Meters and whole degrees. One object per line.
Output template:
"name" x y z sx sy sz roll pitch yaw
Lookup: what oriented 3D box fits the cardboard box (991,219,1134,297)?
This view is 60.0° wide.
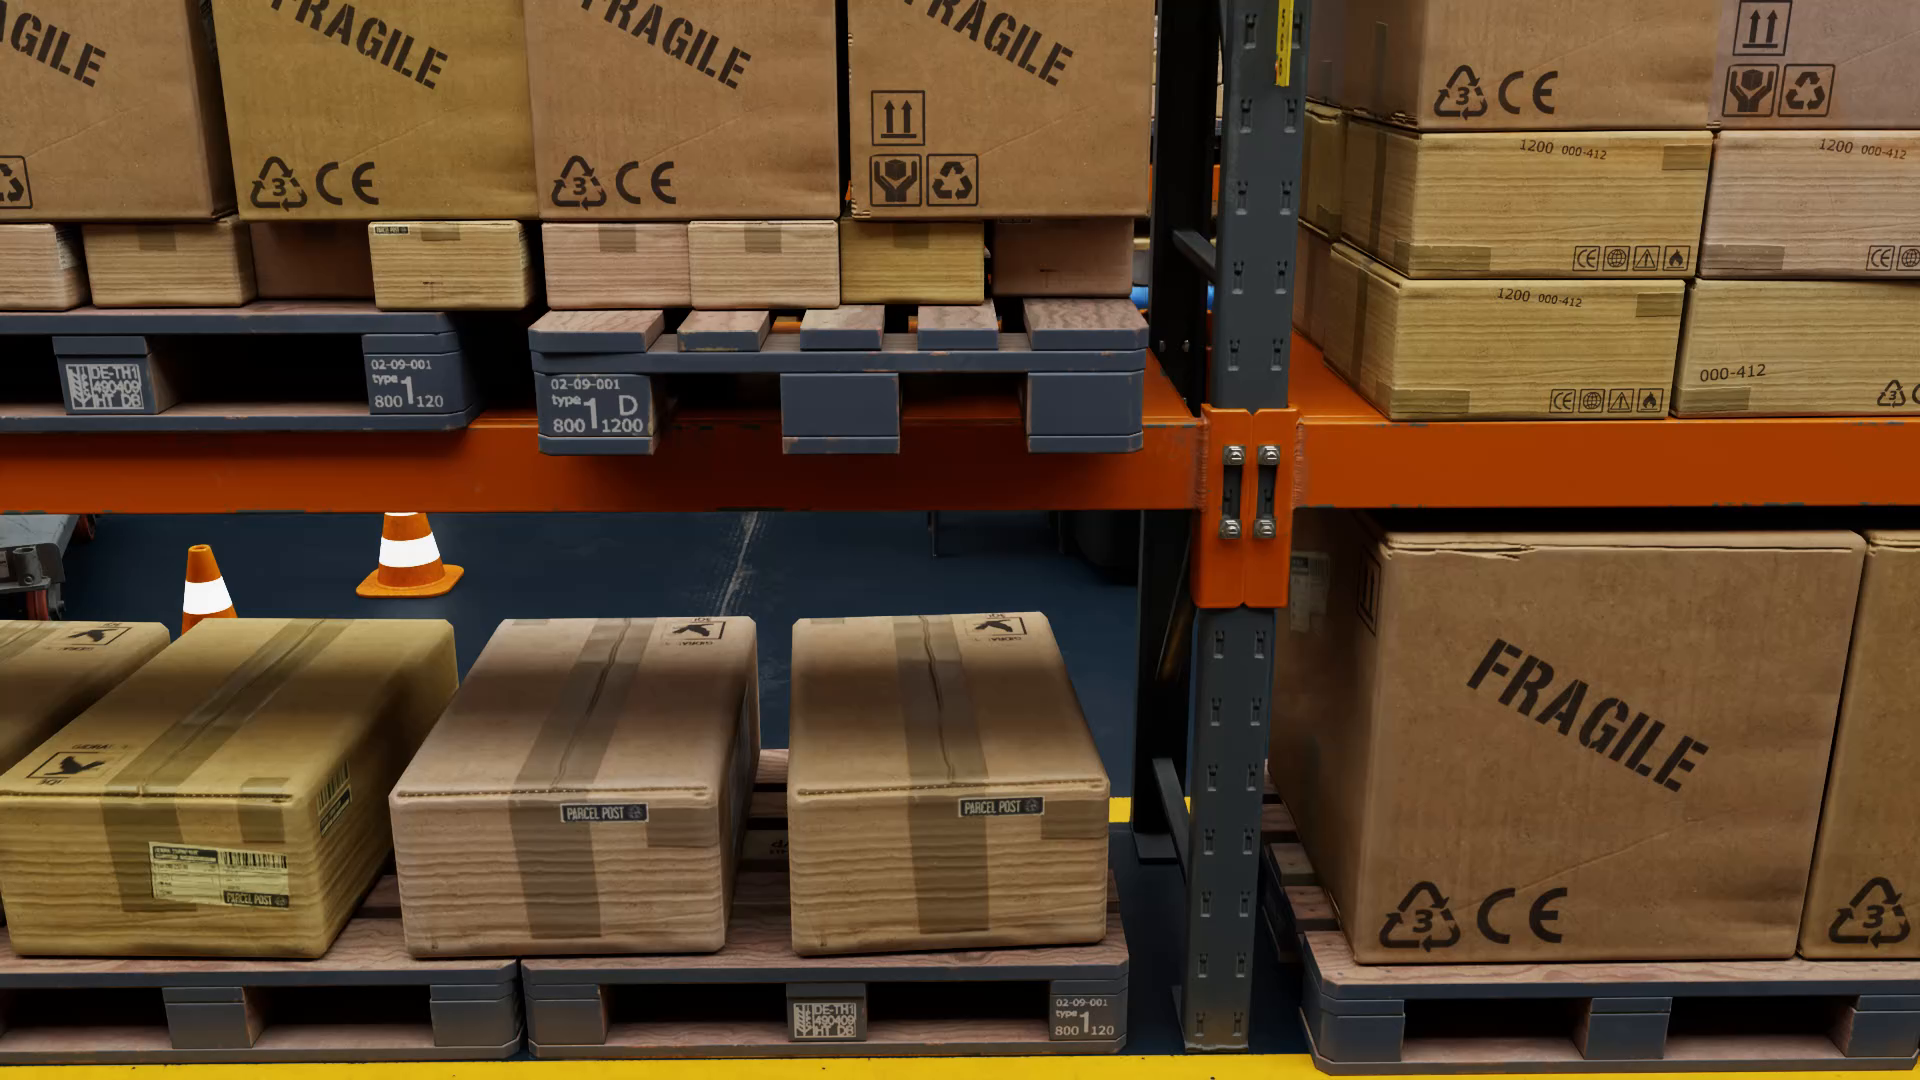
"cardboard box" 0.183 -0.557 3.098 0.250 0.149 0.380 0 18 1

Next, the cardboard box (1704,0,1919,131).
"cardboard box" 1.500 -1.007 2.976 0.500 0.500 0.500 0 18 -1

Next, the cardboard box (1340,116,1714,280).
"cardboard box" 1.018 -0.644 3.072 0.500 0.250 0.500 0 18 -1

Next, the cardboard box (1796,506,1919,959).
"cardboard box" 2.091 0.280 3.554 0.875 0.875 0.875 0 18 0

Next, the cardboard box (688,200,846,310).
"cardboard box" -0.335 -0.519 2.979 0.250 0.149 0.380 0 18 -1

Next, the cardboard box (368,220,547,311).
"cardboard box" -0.862 -0.515 2.965 0.250 0.149 0.380 0 18 0

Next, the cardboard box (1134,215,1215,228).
"cardboard box" 1.008 -1.512 8.527 0.500 0.250 0.500 -1 18 -2

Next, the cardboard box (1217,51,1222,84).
"cardboard box" 1.086 -2.227 7.815 0.250 0.149 0.380 1 18 2

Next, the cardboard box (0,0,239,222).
"cardboard box" -1.510 -0.842 2.922 0.500 0.500 0.500 -1 18 -3

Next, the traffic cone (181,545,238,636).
"traffic cone" -2.274 0.243 5.032 0.334 0.463 0.336 0 18 -1

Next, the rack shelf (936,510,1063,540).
"rack shelf" 0.133 -0.316 6.431 0.480 0.518 0.431 -1 18 -4

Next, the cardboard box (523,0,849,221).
"cardboard box" -0.460 -0.847 2.938 0.500 0.500 0.500 -1 18 -2

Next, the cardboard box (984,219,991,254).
"cardboard box" 0.179 -0.686 3.499 0.250 0.149 0.380 -1 18 -4

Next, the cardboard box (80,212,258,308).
"cardboard box" -1.365 -0.526 2.999 0.250 0.149 0.380 -1 18 -3

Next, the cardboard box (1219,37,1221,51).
"cardboard box" 1.307 -2.370 7.776 0.250 0.149 0.380 0 18 -1

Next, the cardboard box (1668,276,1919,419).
"cardboard box" 1.514 -0.412 3.168 0.500 0.250 0.500 -1 18 -2

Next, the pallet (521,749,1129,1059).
"pallet" -0.274 0.781 3.769 1.213 0.211 1.003 0 18 -1

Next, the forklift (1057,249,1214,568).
"forklift" 1.918 -1.439 6.234 3.031 2.935 1.130 -2 18 -7

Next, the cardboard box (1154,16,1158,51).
"cardboard box" 0.798 -2.369 7.770 0.250 0.149 0.380 0 18 -1

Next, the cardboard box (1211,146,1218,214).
"cardboard box" 1.933 -2.764 13.045 0.875 0.875 1.225 0 18 -1

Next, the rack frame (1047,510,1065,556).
"rack frame" 0.376 -1.001 6.232 0.015 2.100 0.400 -1 18 -4

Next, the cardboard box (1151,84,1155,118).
"cardboard box" 0.779 -2.083 7.853 0.250 0.149 0.380 -1 18 -2

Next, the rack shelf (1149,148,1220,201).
"rack shelf" 2.328 -1.729 8.204 4.000 0.370 1.077 0 18 -1

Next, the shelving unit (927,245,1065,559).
"shelving unit" 0.133 -0.996 6.213 0.503 2.100 0.431 -1 18 -4

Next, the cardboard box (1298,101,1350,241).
"cardboard box" 0.988 -0.797 3.549 0.500 0.250 0.500 0 18 -1

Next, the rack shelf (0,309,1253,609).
"rack shelf" -1.492 -0.198 3.433 4.000 0.370 1.077 0 18 -1

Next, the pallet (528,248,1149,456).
"pallet" -0.204 -0.423 3.270 1.003 0.211 1.213 0 18 -1

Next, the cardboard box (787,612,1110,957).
"cardboard box" -0.058 0.500 3.691 0.625 0.372 0.950 -1 18 -5

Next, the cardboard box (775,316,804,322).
"cardboard box" -1.156 -1.210 8.404 0.750 0.750 1.050 0 18 0

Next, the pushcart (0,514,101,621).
"pushcart" -3.578 0.021 5.863 0.936 0.377 1.648 -7 19 -20

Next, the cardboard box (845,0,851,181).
"cardboard box" -0.467 -1.004 3.427 0.500 0.500 0.500 1 18 2

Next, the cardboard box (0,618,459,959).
"cardboard box" -1.554 0.508 3.666 0.625 0.372 0.950 0 18 1

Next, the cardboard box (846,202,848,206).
"cardboard box" -0.873 -2.580 13.053 0.500 0.500 0.700 -2 18 -5

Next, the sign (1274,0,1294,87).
"sign" 0.525 -0.898 2.672 0.005 0.325 0.100 0 18 -1

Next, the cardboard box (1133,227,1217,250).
"cardboard box" 1.021 -1.358 8.047 0.500 0.250 0.500 -1 18 -3

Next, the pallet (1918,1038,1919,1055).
"pallet" 2.514 0.792 3.735 1.213 0.211 1.003 0 18 -1
